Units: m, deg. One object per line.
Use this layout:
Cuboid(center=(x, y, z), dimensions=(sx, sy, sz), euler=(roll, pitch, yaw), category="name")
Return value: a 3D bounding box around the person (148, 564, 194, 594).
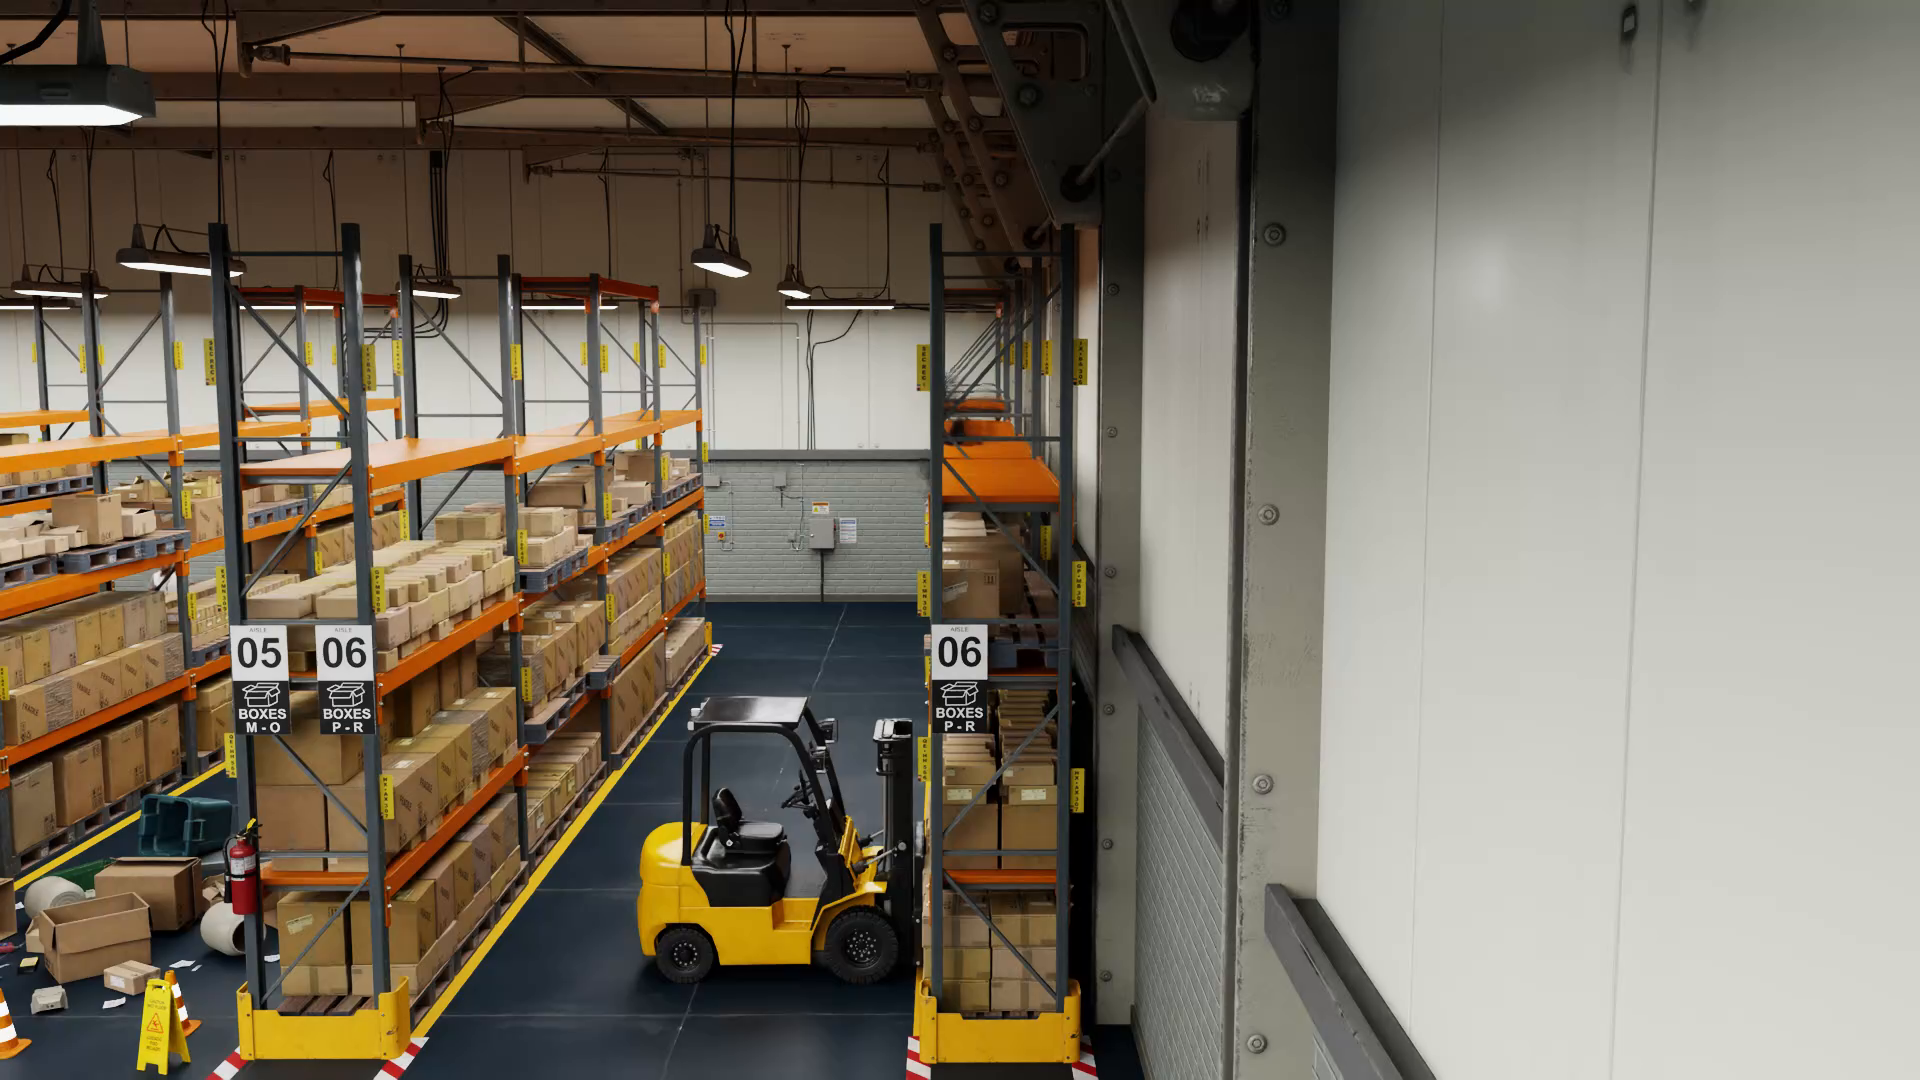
Cuboid(center=(-12.955, 1.115, 27.300), dimensions=(0.723, 1.755, 0.872), euler=(-2, 7, -17), category="person")
